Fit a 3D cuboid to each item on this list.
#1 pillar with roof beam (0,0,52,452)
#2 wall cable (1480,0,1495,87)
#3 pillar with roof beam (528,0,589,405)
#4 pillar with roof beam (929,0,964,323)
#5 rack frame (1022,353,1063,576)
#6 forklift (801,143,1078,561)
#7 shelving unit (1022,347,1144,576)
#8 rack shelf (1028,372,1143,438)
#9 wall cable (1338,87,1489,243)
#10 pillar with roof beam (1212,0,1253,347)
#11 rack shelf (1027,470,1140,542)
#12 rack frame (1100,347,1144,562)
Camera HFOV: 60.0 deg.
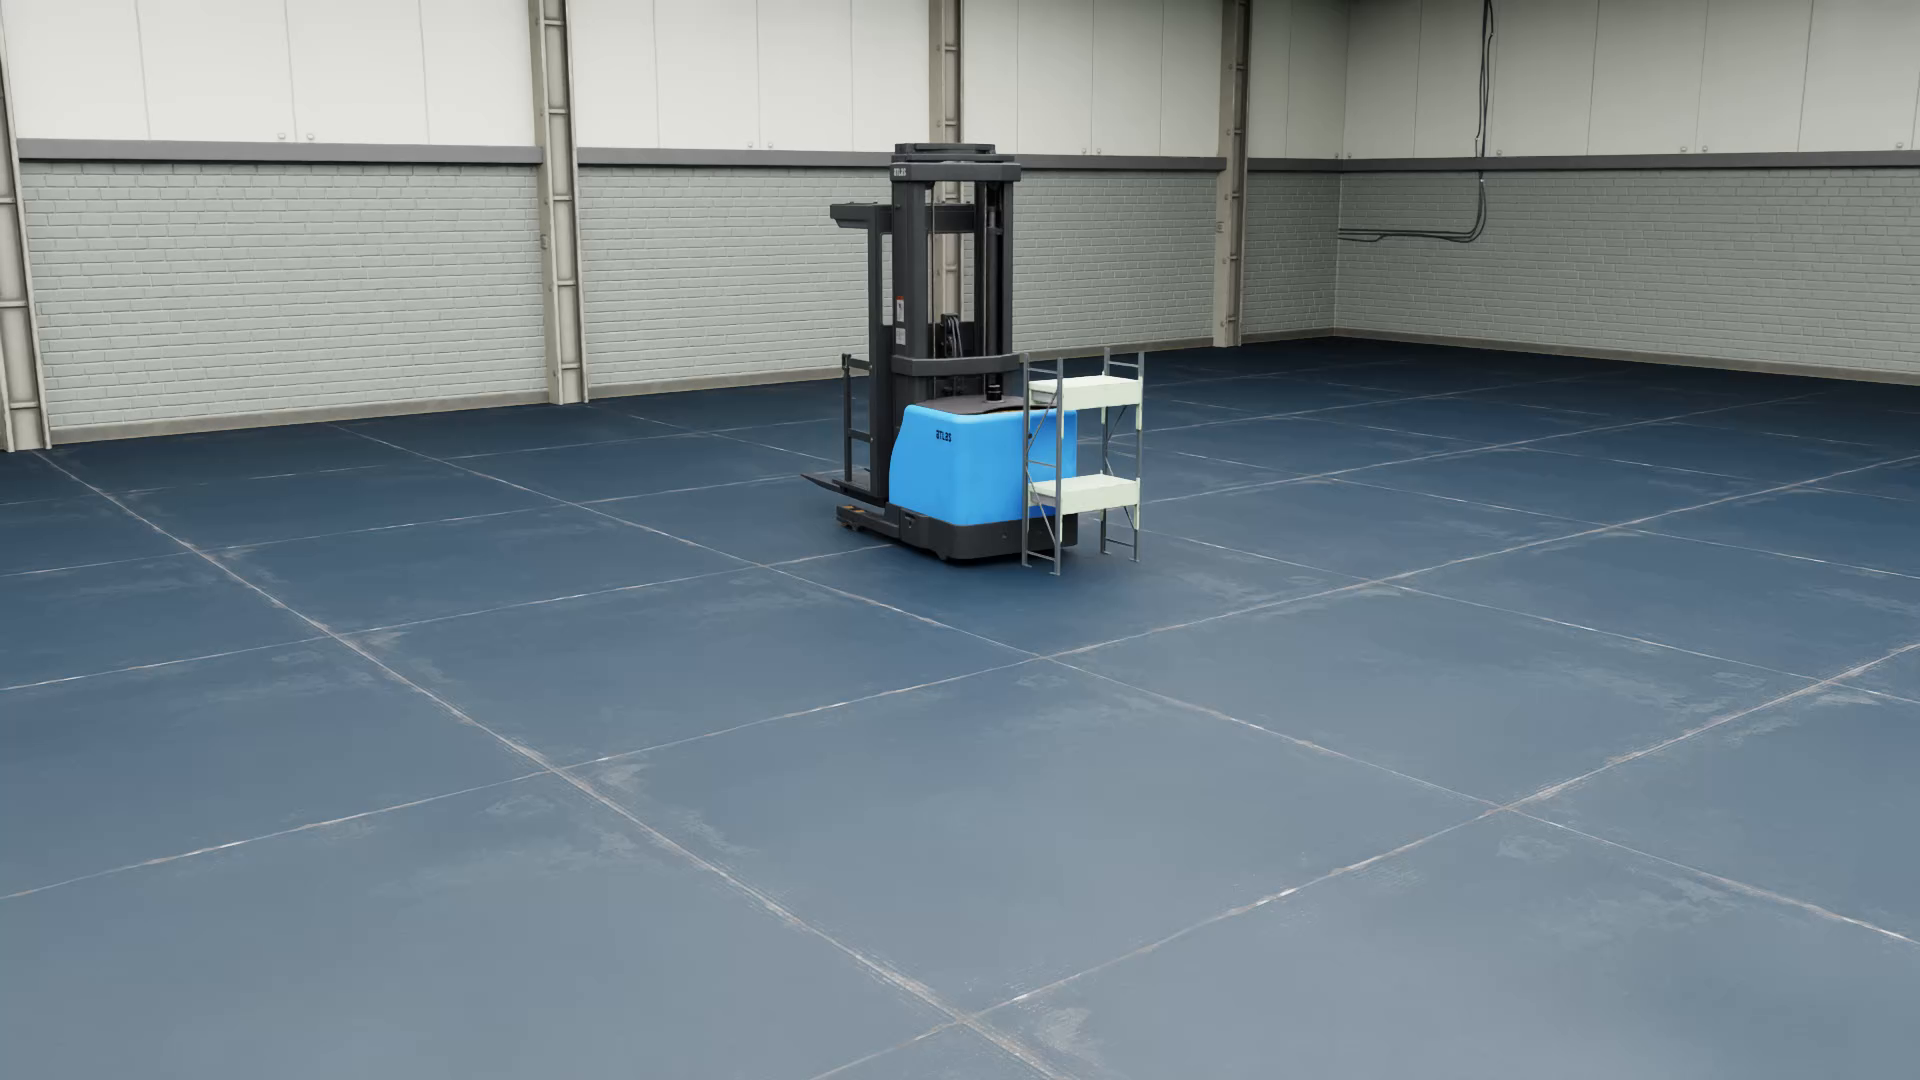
[{"bbox_3d":[-6.872,-4.642,12.825,0.400,9.000,9.100,-9,15,-38],"label":"pillar with roof beam"},{"bbox_3d":[9.311,-8.356,25.634,0.112,2.526,3.097,-9,15,-38],"label":"wall cable"},{"bbox_3d":[-2.187,-5.420,16.491,0.400,9.000,9.100,-9,15,-38],"label":"pillar with roof beam"},{"bbox_3d":[2.498,-6.199,20.158,0.400,9.000,9.100,-9,15,-38],"label":"pillar with roof beam"},{"bbox_3d":[0.565,-0.521,11.471,0.023,1.500,0.400,-9,15,-35],"label":"rack frame"},{"bbox_3d":[-0.317,-1.547,12.857,1.130,2.935,3.031,-7,14,-29],"label":"forklift"},{"bbox_3d":[0.860,-0.566,11.682,0.755,1.500,0.431,-9,15,-35],"label":"shelving unit"},{"bbox_3d":[0.861,-0.948,11.600,0.720,0.370,0.431,-9,15,-35],"label":"rack shelf"},{"bbox_3d":[7.621,-6.325,28.225,0.112,2.526,3.097,-9,15,-38],"label":"wall cable"},{"bbox_3d":[7.183,-6.978,23.824,0.400,9.000,9.100,-9,15,-38],"label":"pillar with roof beam"},{"bbox_3d":[0.860,-0.247,11.750,0.720,0.370,0.431,-9,15,-35],"label":"rack shelf"},{"bbox_3d":[1.156,-0.611,11.893,0.023,1.500,0.400,-9,15,-35],"label":"rack frame"}]
